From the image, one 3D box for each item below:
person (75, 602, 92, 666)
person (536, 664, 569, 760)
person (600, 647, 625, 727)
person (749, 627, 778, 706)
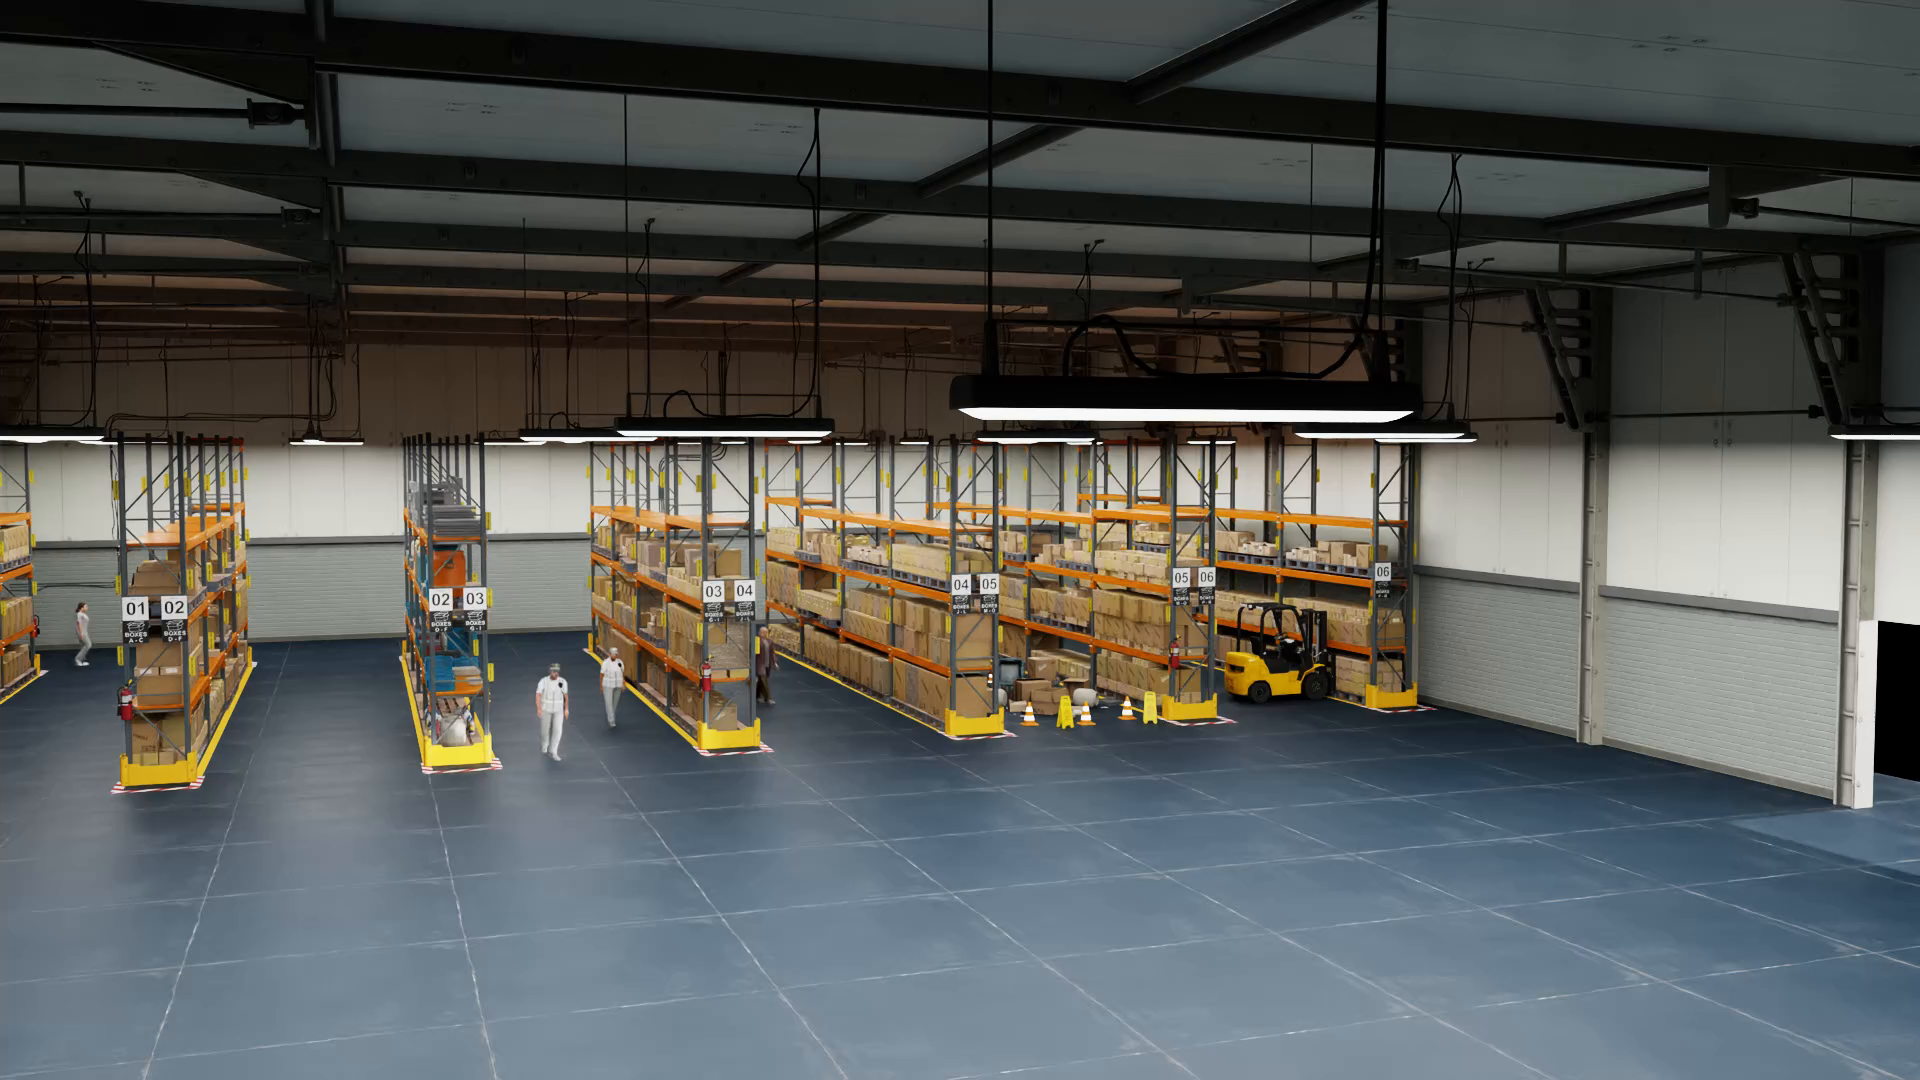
[{"bbox_3d":[-22.962,2.461,43.546,0.422,1.667,0.477,-1,3,-19],"label":"person"},{"bbox_3d":[-7.543,3.170,30.802,0.618,1.761,0.772,-1,3,-23],"label":"person"},{"bbox_3d":[-7.098,3.004,34.086,0.526,1.609,0.990,-2,4,-36],"label":"person"},{"bbox_3d":[-4.310,2.790,36.826,1.105,1.729,0.600,3,4,41],"label":"person"}]
